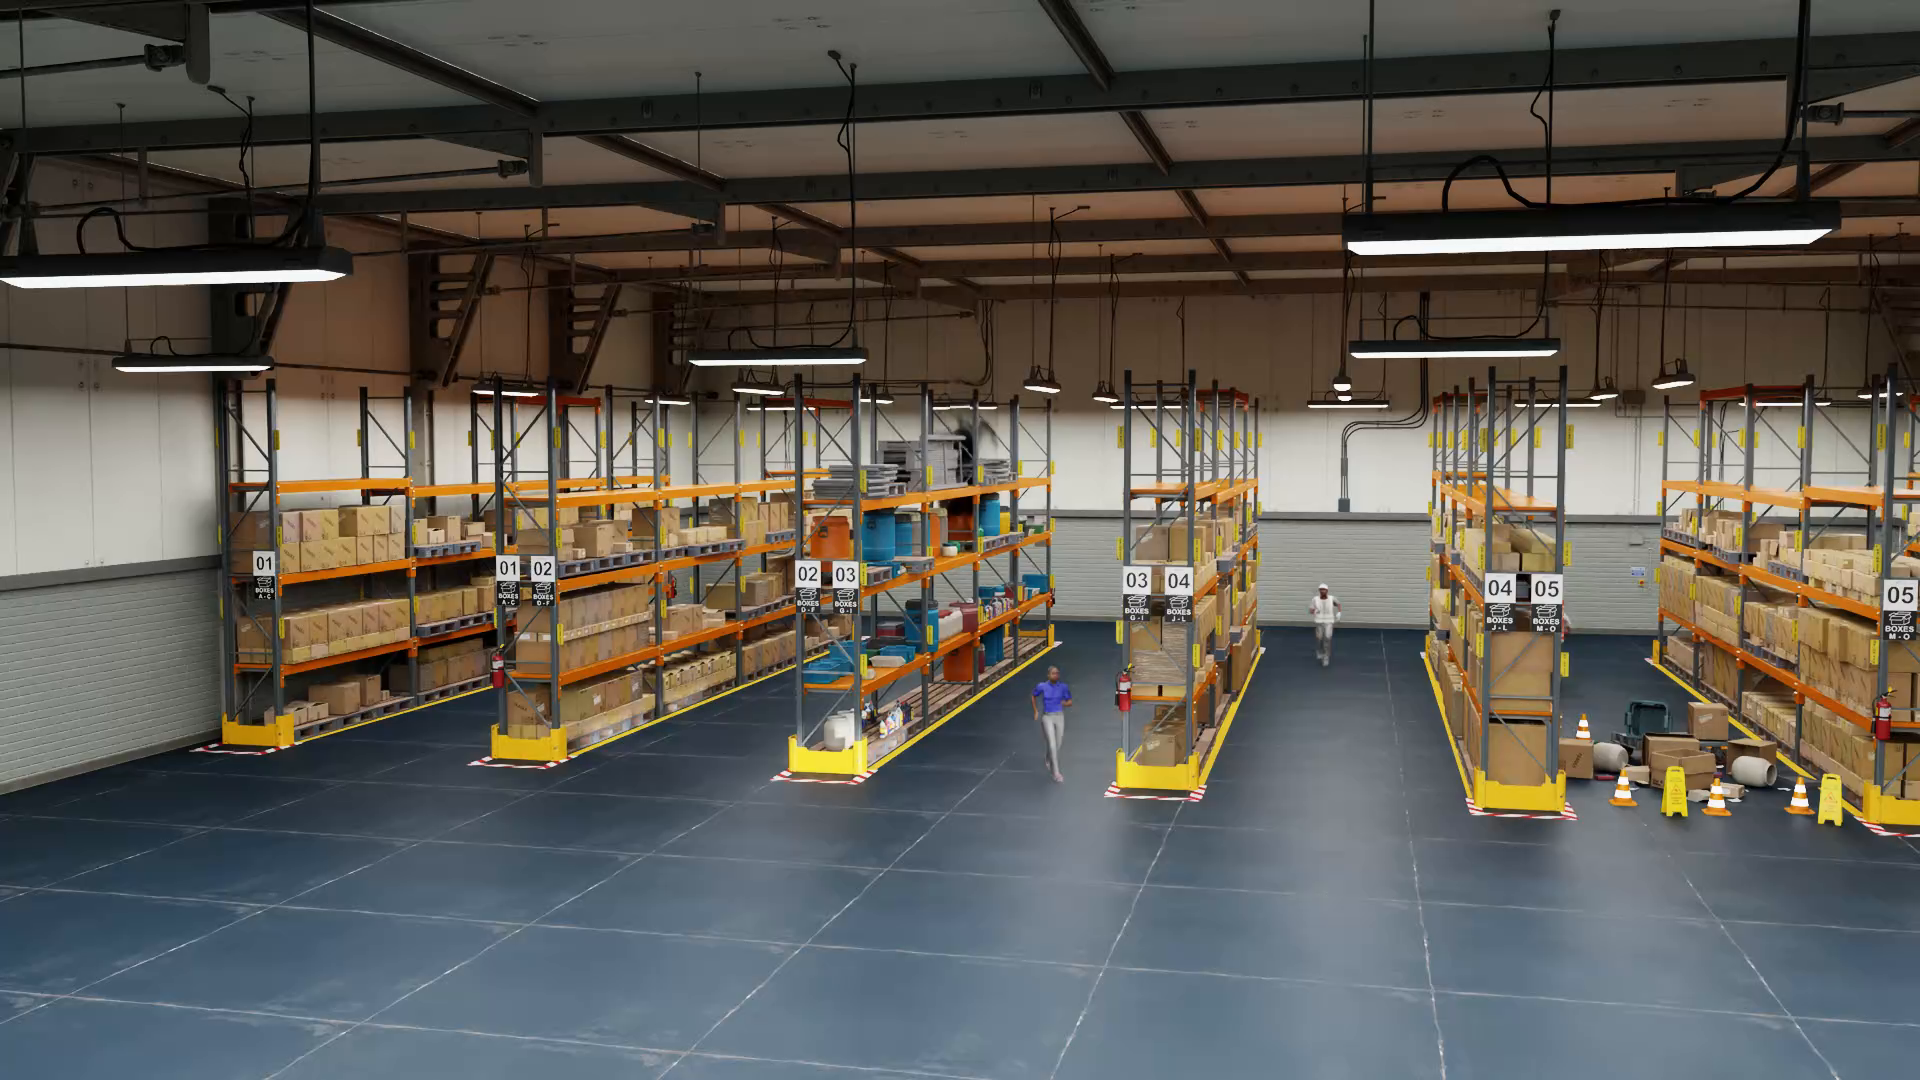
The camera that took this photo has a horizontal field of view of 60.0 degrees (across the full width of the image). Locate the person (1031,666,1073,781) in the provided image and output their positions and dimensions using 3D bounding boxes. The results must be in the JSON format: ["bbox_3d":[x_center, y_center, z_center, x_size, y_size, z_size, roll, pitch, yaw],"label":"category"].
[{"bbox_3d":[1.368,2.675,24.620,0.574,1.639,0.939,-1,4,-13],"label":"person"}]

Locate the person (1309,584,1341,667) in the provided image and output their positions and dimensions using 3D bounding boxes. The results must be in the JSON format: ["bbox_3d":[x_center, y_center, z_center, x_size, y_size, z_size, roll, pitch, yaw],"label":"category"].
[{"bbox_3d":[8.155,1.879,37.223,0.689,1.796,0.909,1,4,16],"label":"person"}]

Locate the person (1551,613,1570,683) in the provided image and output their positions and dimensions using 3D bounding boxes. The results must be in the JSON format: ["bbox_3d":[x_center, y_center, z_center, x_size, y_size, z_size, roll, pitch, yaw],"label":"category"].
[{"bbox_3d":[12.248,2.071,34.356,0.654,1.743,0.532,1,3,10],"label":"person"}]
